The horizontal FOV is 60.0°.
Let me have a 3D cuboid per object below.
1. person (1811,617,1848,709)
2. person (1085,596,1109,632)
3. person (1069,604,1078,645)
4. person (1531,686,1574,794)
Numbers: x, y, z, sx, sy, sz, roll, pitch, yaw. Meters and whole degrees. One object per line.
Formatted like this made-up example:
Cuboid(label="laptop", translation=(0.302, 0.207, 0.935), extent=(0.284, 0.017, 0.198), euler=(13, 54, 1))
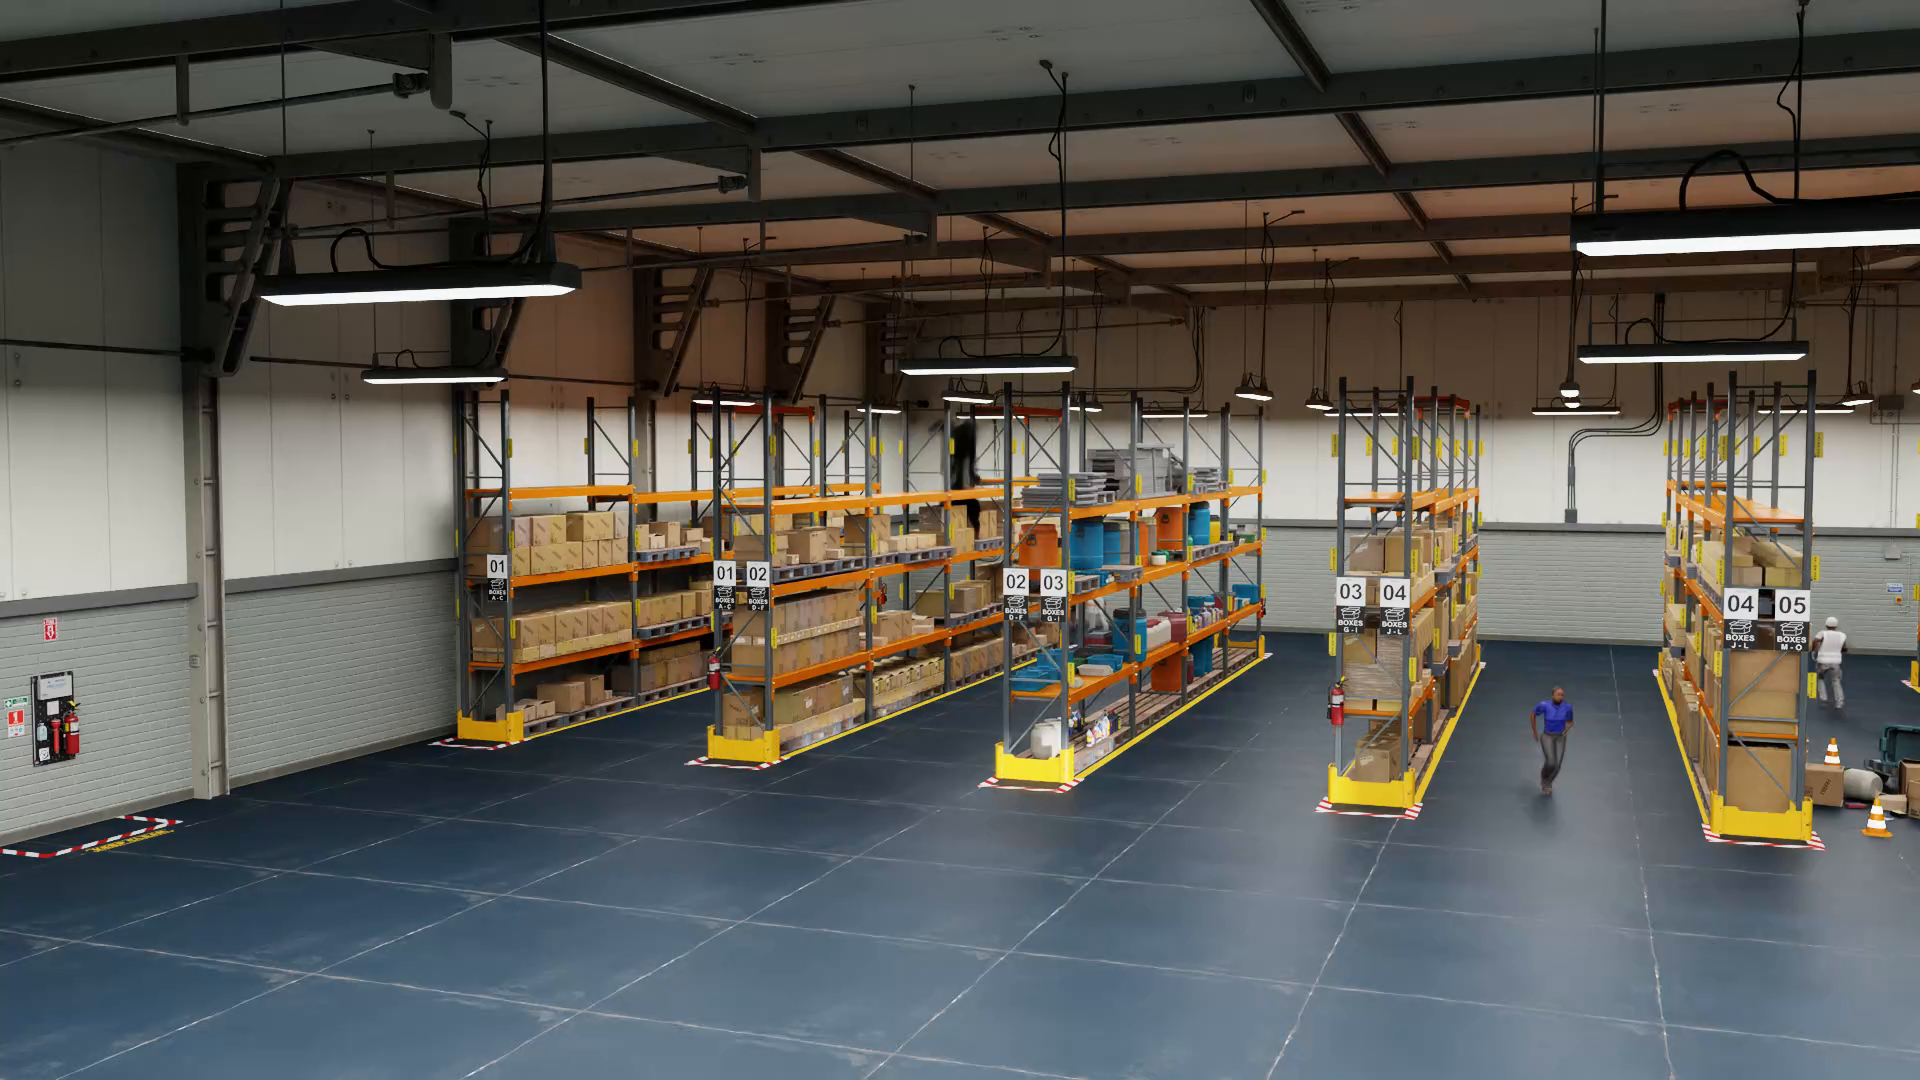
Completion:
Cuboid(label="person", translation=(16.576, 2.363, 31.732), extent=(0.692, 1.796, 0.889), euler=(1, 3, 15))
Cuboid(label="person", translation=(3.445, 1.863, 42.097), extent=(0.631, 1.666, 0.942), euler=(-1, 3, -17))
Cuboid(label="person", translation=(2.755, 1.837, 42.498), extent=(0.673, 1.692, 0.569), euler=(-2, 4, -38))
Cuboid(label="person", translation=(8.525, 2.880, 23.863), extent=(0.541, 1.591, 0.665), euler=(0, 3, -3))
